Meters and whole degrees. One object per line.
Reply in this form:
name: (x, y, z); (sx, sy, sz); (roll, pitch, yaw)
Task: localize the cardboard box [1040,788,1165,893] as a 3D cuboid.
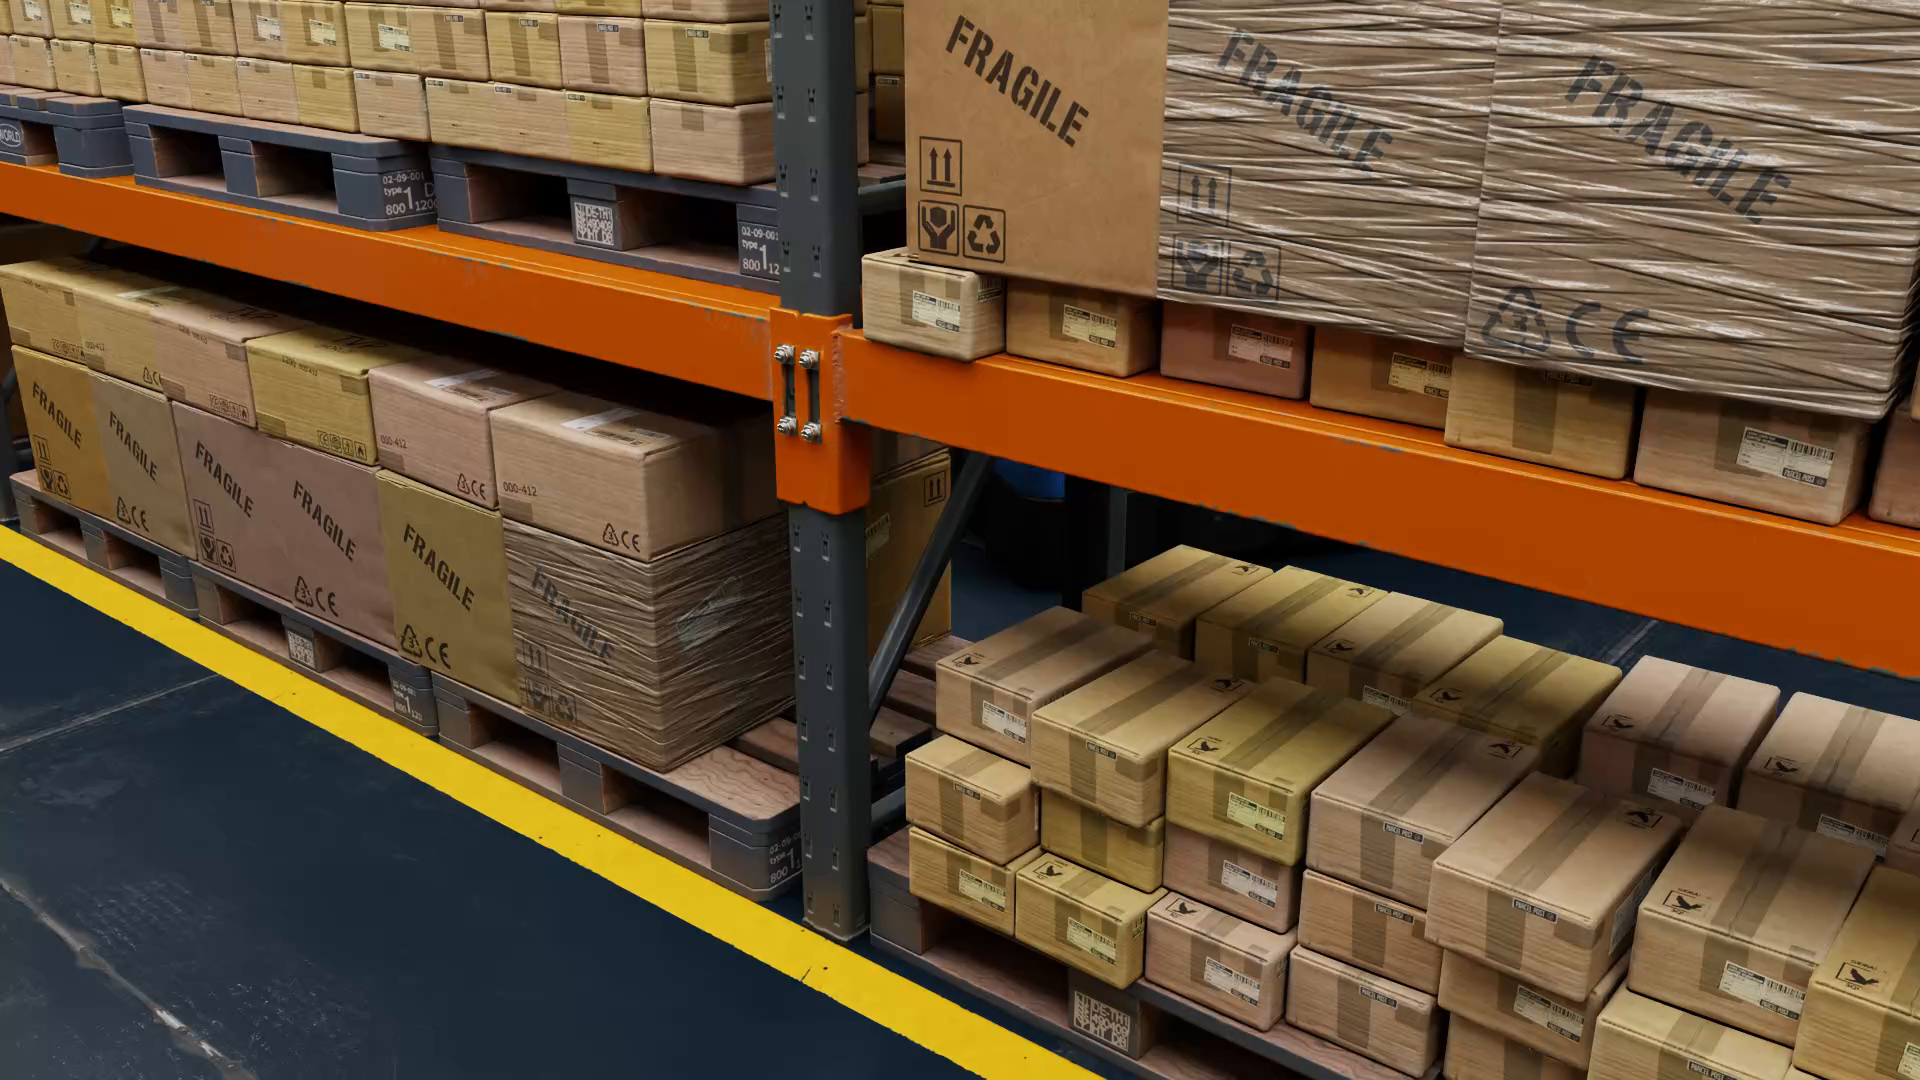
cardboard box: (0.364, 0.486, 3.151); (0.250, 0.149, 0.380); (16, 26, 37)

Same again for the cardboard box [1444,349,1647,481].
cardboard box: (0.893, -0.223, 2.365); (0.250, 0.149, 0.380); (17, 26, 37)

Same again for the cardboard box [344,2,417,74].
cardboard box: (-1.211, -1.198, 3.933); (0.250, 0.149, 0.380); (14, 25, 34)

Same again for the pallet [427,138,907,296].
pallet: (-0.468, -0.833, 3.897); (1.213, 0.211, 1.003); (16, 26, 36)

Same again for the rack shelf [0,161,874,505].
rack shelf: (-1.517, -0.822, 4.616); (4.000, 0.370, 1.077); (16, 26, 36)

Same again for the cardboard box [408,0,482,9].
cardboard box: (-1.013, -1.282, 3.735); (0.250, 0.149, 0.380); (16, 26, 36)

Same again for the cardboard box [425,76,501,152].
cardboard box: (-0.988, -0.996, 3.818); (0.250, 0.149, 0.380); (15, 25, 34)

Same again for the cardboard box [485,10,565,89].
cardboard box: (-0.796, -1.080, 3.620); (0.250, 0.149, 0.380); (17, 27, 39)

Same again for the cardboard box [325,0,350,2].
cardboard box: (-1.411, -1.397, 4.039); (0.250, 0.149, 0.380); (15, 25, 34)

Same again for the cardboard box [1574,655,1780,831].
cardboard box: (1.313, 0.369, 3.040); (0.250, 0.149, 0.380); (15, 25, 34)

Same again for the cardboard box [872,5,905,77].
cardboard box: (0.018, -1.144, 3.790); (0.250, 0.149, 0.380); (17, 26, 37)

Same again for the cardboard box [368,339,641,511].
cardboard box: (-1.094, -0.305, 4.112); (0.500, 0.250, 0.500); (18, 27, 39)

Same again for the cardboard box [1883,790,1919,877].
cardboard box: (1.653, 0.511, 2.663); (0.250, 0.149, 0.380); (16, 26, 36)

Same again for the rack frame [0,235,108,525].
rack frame: (-3.066, -1.605, 5.672); (0.127, 3.000, 1.000); (16, 26, 36)

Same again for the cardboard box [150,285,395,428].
cardboard box: (-1.917, -0.535, 4.722); (0.500, 0.250, 0.500); (16, 26, 37)

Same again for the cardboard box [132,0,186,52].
cardboard box: (-2.010, -1.430, 4.547); (0.250, 0.149, 0.380); (16, 26, 36)

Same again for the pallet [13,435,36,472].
pallet: (-3.629, -0.496, 6.685); (1.213, 0.211, 1.003); (16, 26, 36)

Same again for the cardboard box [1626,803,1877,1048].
cardboard box: (1.197, 0.570, 2.507); (0.250, 0.149, 0.380); (15, 25, 34)

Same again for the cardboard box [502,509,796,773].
cardboard box: (-0.700, 0.165, 3.928); (0.500, 0.500, 0.500); (15, 26, 35)

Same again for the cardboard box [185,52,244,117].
cardboard box: (-1.819, -1.233, 4.449); (0.250, 0.149, 0.380); (16, 26, 37)

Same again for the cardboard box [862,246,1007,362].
cardboard box: (0.045, -0.442, 2.945); (0.250, 0.149, 0.380); (17, 27, 38)

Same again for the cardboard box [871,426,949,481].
cardboard box: (-0.373, -0.327, 4.169); (0.500, 0.250, 0.500); (15, 25, 34)

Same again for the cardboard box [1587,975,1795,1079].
cardboard box: (1.136, 0.733, 2.496); (0.250, 0.149, 0.380); (16, 26, 36)

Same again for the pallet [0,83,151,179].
pallet: (-2.447, -1.385, 5.362); (1.003, 0.211, 1.213); (16, 26, 36)

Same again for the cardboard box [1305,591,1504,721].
cardboard box: (0.893, 0.255, 3.344); (0.250, 0.149, 0.380); (16, 26, 36)

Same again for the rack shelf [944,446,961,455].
rack shelf: (-0.148, -0.282, 5.522); (0.180, 0.103, 0.258); (17, 27, 38)

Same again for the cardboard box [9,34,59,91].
cardboard box: (-2.640, -1.469, 5.073); (0.250, 0.149, 0.380); (18, 27, 39)

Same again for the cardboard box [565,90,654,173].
cardboard box: (-0.602, -0.883, 3.521); (0.250, 0.149, 0.380); (16, 26, 37)

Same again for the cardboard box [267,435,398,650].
cardboard box: (-1.492, -0.066, 4.539); (0.500, 0.500, 0.500); (15, 26, 35)

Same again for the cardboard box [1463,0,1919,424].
cardboard box: (1.012, -0.488, 2.148); (0.500, 0.500, 0.500); (15, 26, 35)

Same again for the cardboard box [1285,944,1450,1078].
cardboard box: (0.771, 0.738, 2.906); (0.250, 0.149, 0.380); (15, 26, 35)

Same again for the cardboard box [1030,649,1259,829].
cardboard box: (0.344, 0.358, 3.070); (0.250, 0.149, 0.380); (18, 27, 39)

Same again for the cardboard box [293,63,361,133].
cardboard box: (-1.412, -1.116, 4.136); (0.250, 0.149, 0.380); (17, 27, 39)

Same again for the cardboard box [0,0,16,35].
cardboard box: (-2.819, -1.660, 5.159); (0.250, 0.149, 0.380); (18, 27, 39)

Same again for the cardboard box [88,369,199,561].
cardboard box: (-2.288, -0.293, 5.141); (0.500, 0.500, 0.500); (16, 26, 37)

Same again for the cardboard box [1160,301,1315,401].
cardboard box: (0.532, -0.360, 2.727); (0.250, 0.149, 0.380); (15, 25, 34)

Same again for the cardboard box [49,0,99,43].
cardboard box: (-2.399, -1.542, 4.844); (0.250, 0.149, 0.380); (15, 25, 35)

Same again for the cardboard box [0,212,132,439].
cardboard box: (-3.481, -0.909, 6.421); (0.750, 0.750, 1.050); (16, 26, 36)

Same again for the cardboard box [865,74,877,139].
cardboard box: (-0.200, -1.065, 4.002); (0.250, 0.149, 0.380); (17, 26, 37)

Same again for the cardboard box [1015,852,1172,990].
cardboard box: (0.318, 0.654, 3.129); (0.250, 0.149, 0.380); (17, 27, 38)

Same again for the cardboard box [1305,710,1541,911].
cardboard box: (0.788, 0.453, 2.818); (0.250, 0.149, 0.380); (15, 25, 35)

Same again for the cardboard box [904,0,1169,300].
cardboard box: (0.257, -0.719, 2.760); (0.500, 0.500, 0.500); (16, 26, 35)

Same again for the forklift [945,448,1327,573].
forklift: (1.450, -1.548, 5.620); (3.031, 2.935, 1.130); (-7, 22, -19)

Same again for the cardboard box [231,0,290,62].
cardboard box: (-1.609, -1.314, 4.241); (0.250, 0.149, 0.380); (17, 27, 38)

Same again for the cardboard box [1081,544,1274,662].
cardboard box: (0.473, 0.155, 3.608); (0.250, 0.149, 0.380); (17, 27, 38)

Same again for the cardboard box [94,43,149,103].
cardboard box: (-2.220, -1.349, 4.755); (0.250, 0.149, 0.380); (18, 27, 39)

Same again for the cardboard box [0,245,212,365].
cardboard box: (-2.685, -0.762, 5.324); (0.500, 0.250, 0.500); (15, 25, 34)

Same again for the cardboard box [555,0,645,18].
cardboard box: (-0.611, -1.166, 3.426); (0.250, 0.149, 0.380); (15, 25, 35)

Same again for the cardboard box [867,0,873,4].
cardboard box: (-0.202, -1.344, 3.898); (0.250, 0.149, 0.380); (17, 26, 38)

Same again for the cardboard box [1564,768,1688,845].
cardboard box: (1.256, 0.516, 3.074); (0.250, 0.149, 0.380); (17, 26, 38)

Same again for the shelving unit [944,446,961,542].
shelving unit: (-0.148, -0.548, 5.422); (0.189, 1.200, 0.258); (17, 27, 38)

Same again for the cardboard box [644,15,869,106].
cardboard box: (-0.401, -0.965, 3.316); (0.250, 0.149, 0.380); (17, 27, 38)

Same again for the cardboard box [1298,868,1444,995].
cardboard box: (0.783, 0.592, 2.871); (0.250, 0.149, 0.380); (15, 25, 34)

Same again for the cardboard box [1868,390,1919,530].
cardboard box: (1.333, -0.114, 2.077); (0.250, 0.149, 0.380); (17, 27, 38)

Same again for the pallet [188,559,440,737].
pallet: (-1.521, 0.147, 4.979); (1.213, 0.211, 1.003); (16, 26, 36)
